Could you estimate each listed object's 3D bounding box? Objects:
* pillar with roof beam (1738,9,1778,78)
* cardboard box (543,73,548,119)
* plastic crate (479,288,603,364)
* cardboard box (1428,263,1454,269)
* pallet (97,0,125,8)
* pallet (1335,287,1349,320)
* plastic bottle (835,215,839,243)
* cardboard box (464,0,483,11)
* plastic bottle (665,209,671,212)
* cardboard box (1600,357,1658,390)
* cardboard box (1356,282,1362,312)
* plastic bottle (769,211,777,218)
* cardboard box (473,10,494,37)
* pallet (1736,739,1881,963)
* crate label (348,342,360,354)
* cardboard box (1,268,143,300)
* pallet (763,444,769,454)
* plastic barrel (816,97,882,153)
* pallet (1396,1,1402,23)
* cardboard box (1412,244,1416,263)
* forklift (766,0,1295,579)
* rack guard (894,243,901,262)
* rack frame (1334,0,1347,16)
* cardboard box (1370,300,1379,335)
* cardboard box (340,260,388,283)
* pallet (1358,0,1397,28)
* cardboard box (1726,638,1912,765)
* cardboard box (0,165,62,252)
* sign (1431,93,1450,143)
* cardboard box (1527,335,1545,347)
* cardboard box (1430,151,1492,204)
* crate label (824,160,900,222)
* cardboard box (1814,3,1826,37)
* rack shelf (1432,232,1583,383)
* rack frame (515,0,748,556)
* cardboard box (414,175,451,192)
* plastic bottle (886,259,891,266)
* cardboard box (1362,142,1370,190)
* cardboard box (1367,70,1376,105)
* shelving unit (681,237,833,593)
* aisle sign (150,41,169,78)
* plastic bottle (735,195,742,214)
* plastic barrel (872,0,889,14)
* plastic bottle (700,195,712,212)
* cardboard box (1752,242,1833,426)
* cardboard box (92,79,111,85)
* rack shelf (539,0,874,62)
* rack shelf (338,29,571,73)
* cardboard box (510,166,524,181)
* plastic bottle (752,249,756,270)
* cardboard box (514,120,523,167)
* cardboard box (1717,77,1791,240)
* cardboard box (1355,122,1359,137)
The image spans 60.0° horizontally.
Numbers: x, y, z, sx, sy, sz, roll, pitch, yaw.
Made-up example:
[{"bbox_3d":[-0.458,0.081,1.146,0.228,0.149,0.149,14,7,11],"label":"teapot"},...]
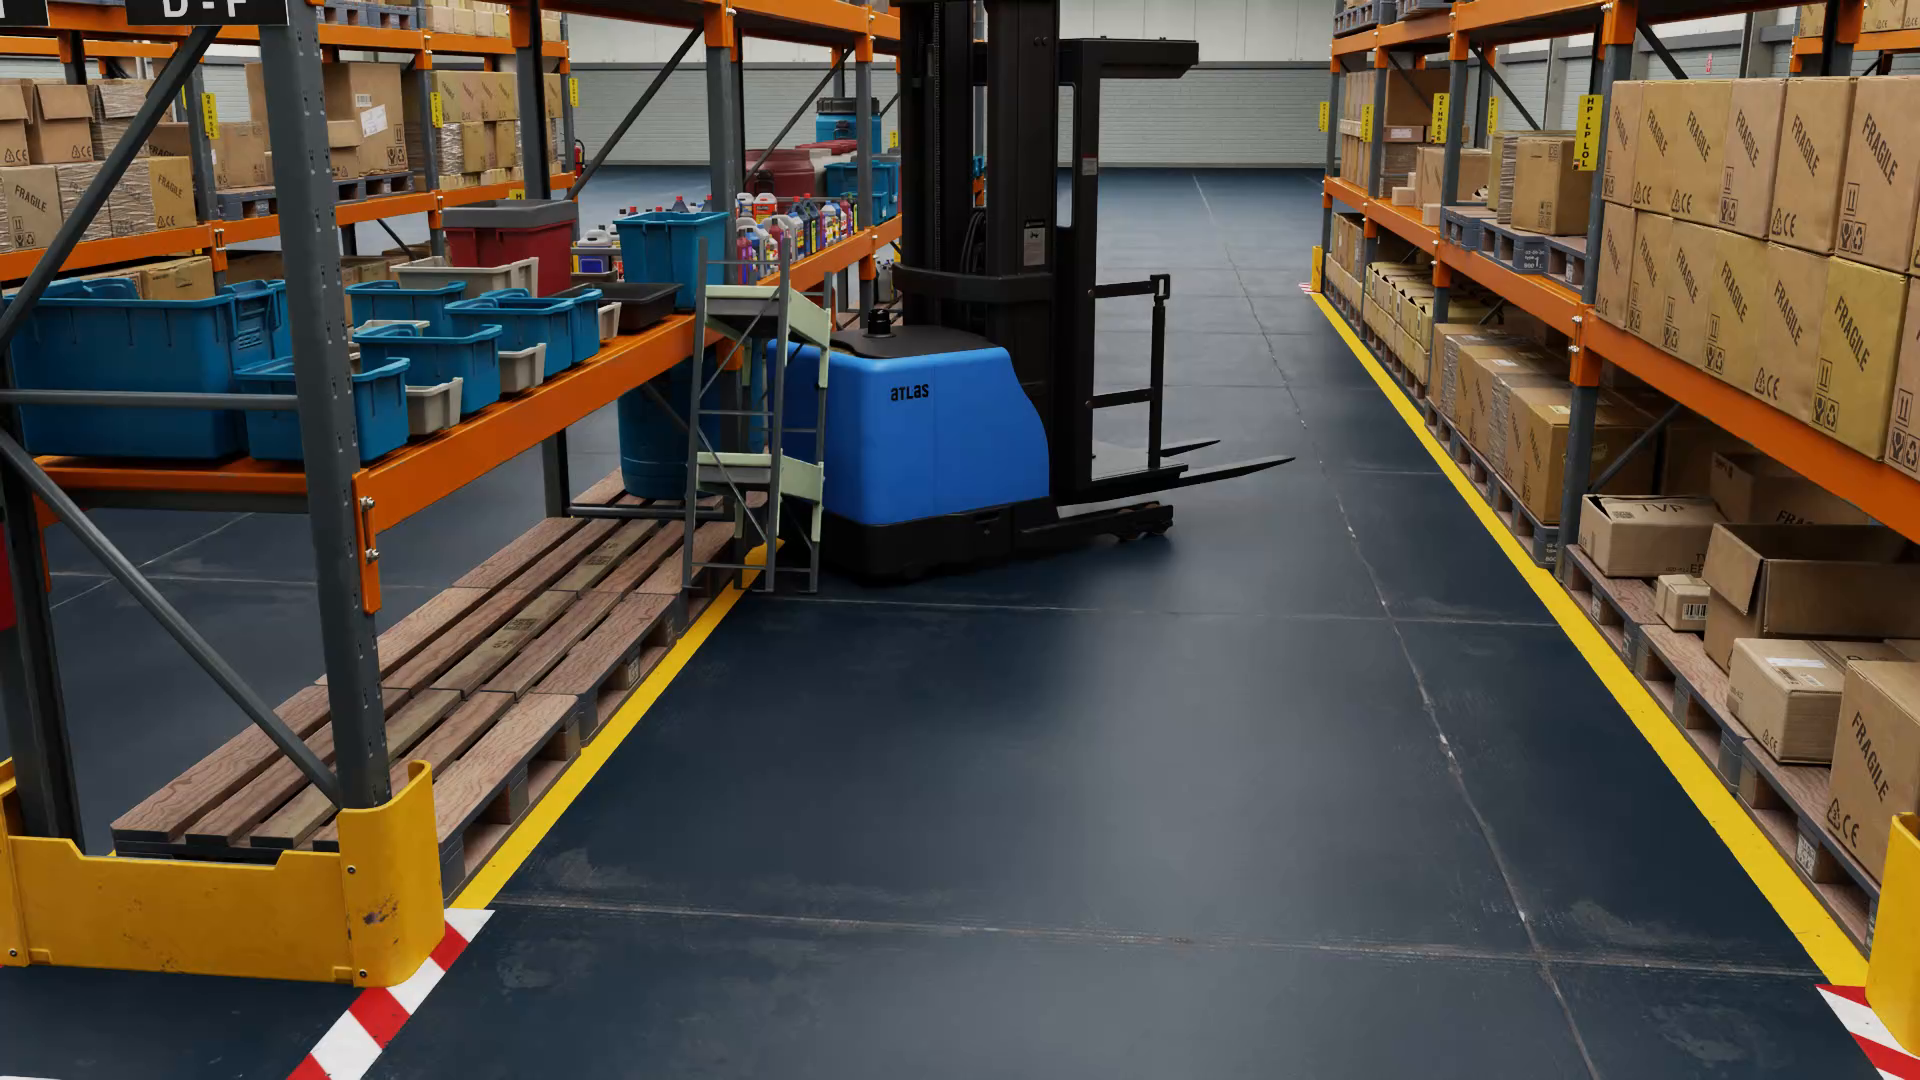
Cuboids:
[{"bbox_3d":[6.799,-8.575,23.134,9.100,9.000,0.400,2,15,6],"label":"pillar with roof beam"},{"bbox_3d":[-5.013,-5.035,18.860,0.500,0.500,0.500,2,15,6],"label":"cardboard box"},{"bbox_3d":[-1.493,-0.767,5.957,0.416,0.233,0.300,2,15,6],"label":"plastic crate"},{"bbox_3d":[4.484,-2.343,14.969,0.500,0.311,0.500,2,15,6],"label":"cardboard box"},{"bbox_3d":[-6.069,-3.754,11.414,1.213,0.211,1.003,2,15,9],"label":"pallet"},{"bbox_3d":[4.512,-2.487,17.454,1.003,0.211,1.213,2,15,6],"label":"pallet"},{"bbox_3d":[-0.839,-2.041,10.846,0.097,0.201,0.097,0,15,0],"label":"plastic bottle"},{"bbox_3d":[-5.139,-5.519,17.101,0.380,0.149,0.250,1,15,5],"label":"cardboard box"},{"bbox_3d":[-1.735,-1.820,9.869,0.061,0.283,0.133,2,15,6],"label":"plastic bottle"},{"bbox_3d":[3.752,-0.981,9.052,0.500,0.250,0.500,2,15,6],"label":"cardboard box"},{"bbox_3d":[4.081,-2.312,15.931,0.500,0.250,0.500,2,15,6],"label":"cardboard box"},{"bbox_3d":[-1.098,-1.813,9.868,0.097,0.271,0.097,0,15,0],"label":"plastic bottle"},{"bbox_3d":[-5.171,-5.354,17.256,0.500,0.250,0.500,1,15,4],"label":"cardboard box"},{"bbox_3d":[2.989,0.922,4.850,1.003,0.211,1.213,2,15,6],"label":"pallet"},{"bbox_3d":[-2.064,-0.611,5.566,0.396,0.136,0.243,2,15,6],"label":"crate label"},{"bbox_3d":[-6.255,-1.333,11.113,1.225,0.875,0.875,2,15,6],"label":"cardboard box"},{"bbox_3d":[-1.315,-0.552,10.301,1.003,0.211,1.213,2,15,6],"label":"pallet"},{"bbox_3d":[-1.021,-3.608,15.298,0.600,0.901,0.708,2,15,6],"label":"plastic barrel"},{"bbox_3d":[4.159,-4.437,13.944,0.805,0.209,1.217,1,15,4],"label":"pallet"},{"bbox_3d":[4.657,-2.789,16.255,0.500,0.500,0.500,2,15,6],"label":"cardboard box"},{"bbox_3d":[0.510,-1.511,8.636,3.031,2.935,1.130,-11,18,-35],"label":"forklift"},{"bbox_3d":[-0.186,-3.267,19.786,1.175,0.500,0.348,2,15,6],"label":"rack guard"},{"bbox_3d":[4.697,-7.244,18.212,1.000,3.000,0.127,2,15,6],"label":"rack frame"},{"bbox_3d":[3.895,-1.956,14.612,0.500,0.250,0.500,2,15,8],"label":"cardboard box"},{"bbox_3d":[-5.761,-2.327,15.467,0.700,0.500,0.500,2,15,6],"label":"cardboard box"},{"bbox_3d":[4.316,-4.938,15.599,1.003,0.211,1.213,2,15,6],"label":"pallet"},{"bbox_3d":[2.845,0.523,5.406,0.500,0.250,0.500,2,15,6],"label":"cardboard box"},{"bbox_3d":[-6.034,-2.083,10.427,0.500,0.500,0.500,2,15,7],"label":"cardboard box"},{"bbox_3d":[3.242,-2.847,11.227,0.100,0.325,0.005,2,15,6],"label":"sign"},{"bbox_3d":[3.922,-1.029,10.667,0.500,0.500,0.500,2,15,8],"label":"cardboard box"},{"bbox_3d":[3.967,-2.757,12.919,0.500,0.500,0.500,1,15,3],"label":"cardboard box"},{"bbox_3d":[-0.746,-2.687,12.783,0.502,0.435,0.616,2,15,6],"label":"crate label"},{"bbox_3d":[9.237,-5.491,17.247,0.500,0.500,0.500,3,15,10],"label":"cardboard box"},{"bbox_3d":[3.568,-1.407,9.497,1.077,0.370,4.000,2,15,6],"label":"rack shelf"},{"bbox_3d":[-1.579,-1.382,8.028,1.000,3.000,0.127,2,15,6],"label":"rack frame"},{"bbox_3d":[-5.274,-3.529,16.447,0.380,0.149,0.250,2,15,6],"label":"cardboard box"},{"bbox_3d":[-0.783,-2.877,17.915,0.061,0.283,0.133,2,15,7],"label":"plastic bottle"},{"bbox_3d":[4.403,-3.741,16.559,0.700,0.500,0.500,2,15,7],"label":"cardboard box"},{"bbox_3d":[4.402,-4.361,16.367,0.700,0.500,0.500,2,15,6],"label":"cardboard box"},{"bbox_3d":[-0.888,-0.523,7.412,0.431,1.500,0.755,2,-2,10],"label":"shelving unit"},{"bbox_3d":[-9.757,-6.077,20.410,0.394,0.787,0.004,2,15,6],"label":"aisle sign"},{"bbox_3d":[-1.538,-2.226,11.393,0.097,0.271,0.097,0,15,0],"label":"plastic bottle"},{"bbox_3d":[-0.819,-4.316,12.172,0.600,0.901,0.600,0,15,0],"label":"plastic barrel"},{"bbox_3d":[-1.509,-1.923,10.121,0.144,0.351,0.185,2,15,6],"label":"plastic bottle"},{"bbox_3d":[2.788,-0.634,5.070,0.500,0.500,0.500,2,15,7],"label":"cardboard box"},{"bbox_3d":[-10.312,-5.025,19.142,0.875,0.550,0.550,2,15,6],"label":"cardboard box"},{"bbox_3d":[-1.353,-3.002,9.648,1.077,0.370,4.000,2,15,6],"label":"rack shelf"},{"bbox_3d":[-5.372,-5.223,17.861,1.077,0.370,4.000,2,15,6],"label":"rack shelf"},{"bbox_3d":[-5.038,-4.047,18.364,0.380,0.149,0.250,2,15,6],"label":"cardboard box"},{"bbox_3d":[-1.103,-1.434,8.600,0.097,0.201,0.097,0,15,0],"label":"plastic bottle"},{"bbox_3d":[-5.272,-4.429,18.533,0.875,0.500,0.500,2,15,6],"label":"cardboard box"},{"bbox_3d":[2.836,-1.251,5.436,0.500,0.500,0.500,2,15,8],"label":"cardboard box"},{"bbox_3d":[4.264,-4.215,17.070,0.380,0.149,0.250,2,15,7],"label":"cardboard box"}]
